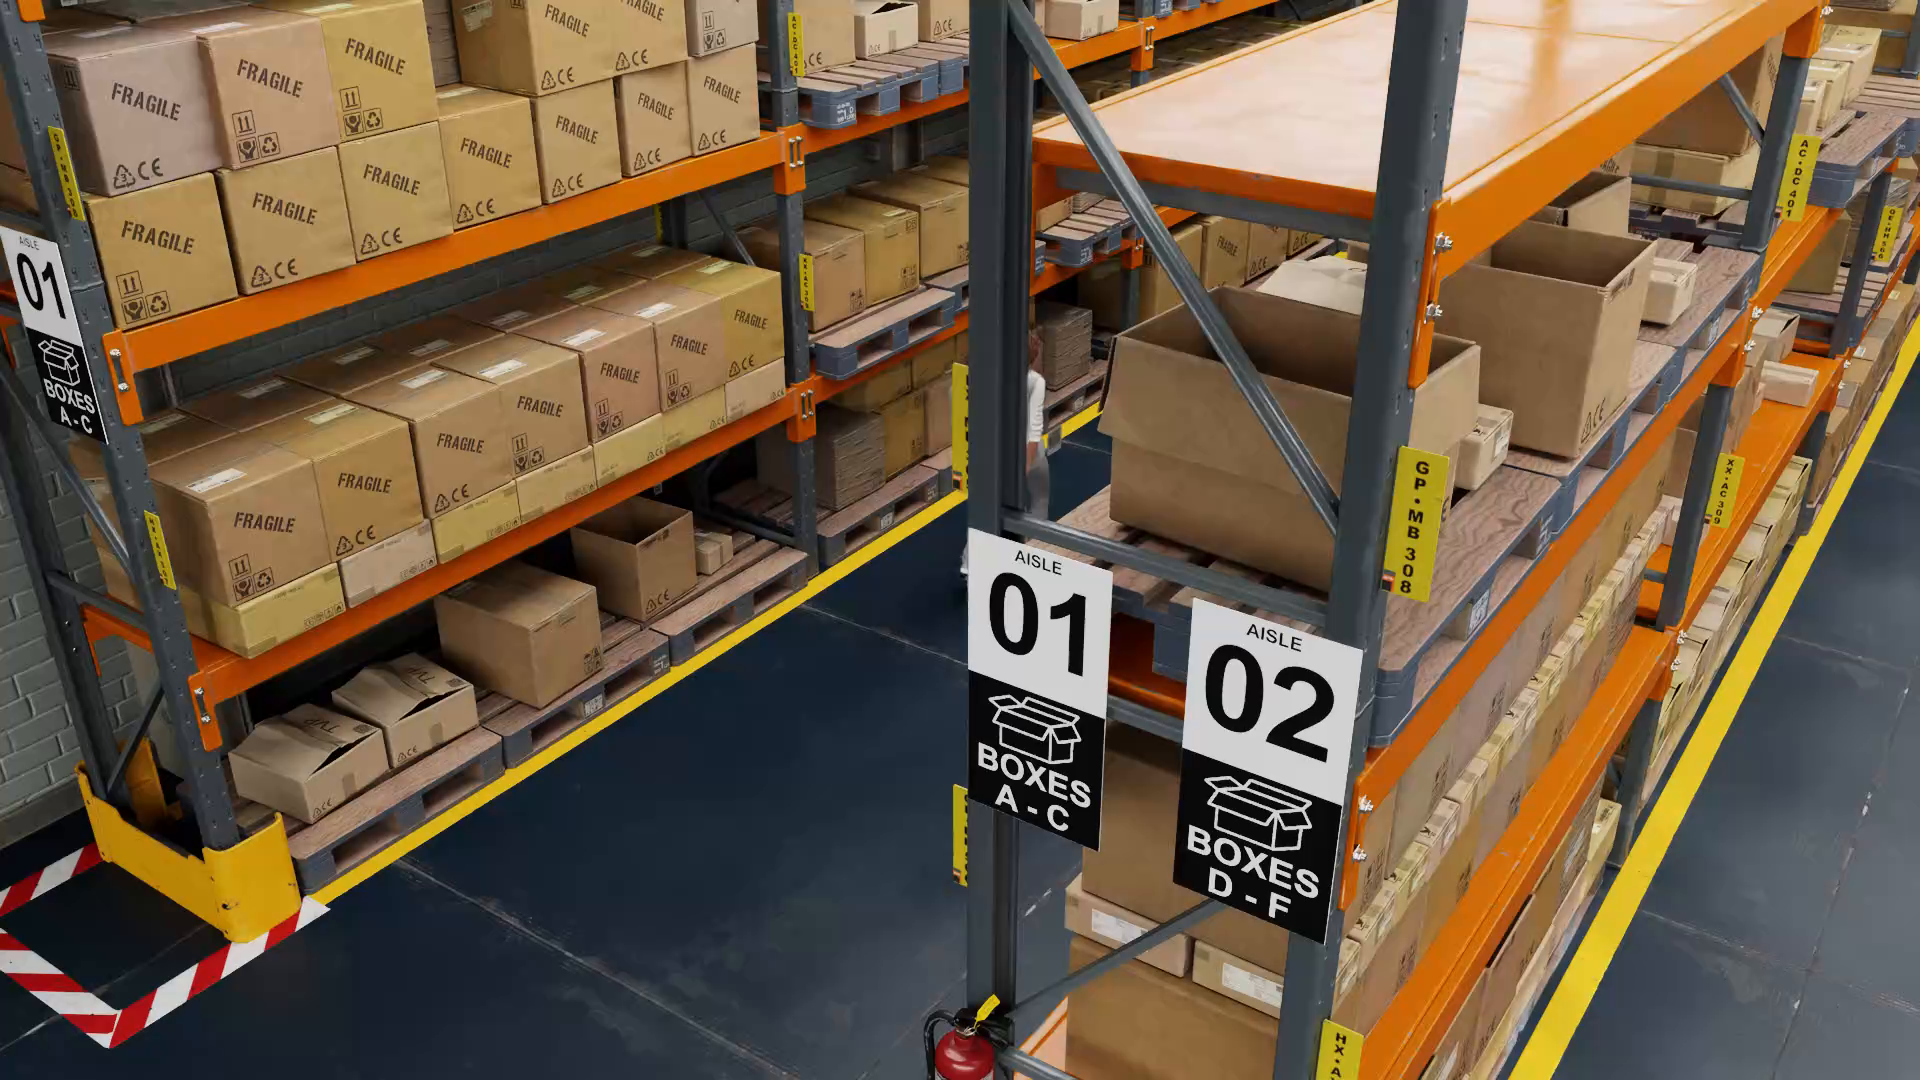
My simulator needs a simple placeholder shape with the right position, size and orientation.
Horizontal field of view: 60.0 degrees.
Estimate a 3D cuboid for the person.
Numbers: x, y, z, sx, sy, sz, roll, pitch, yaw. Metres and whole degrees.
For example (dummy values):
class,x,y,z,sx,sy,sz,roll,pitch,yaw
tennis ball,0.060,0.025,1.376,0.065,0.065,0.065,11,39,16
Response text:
class,x,y,z,sx,sy,sz,roll,pitch,yaw
person,0.312,-0.511,10.125,0.405,1.554,0.912,15,31,26
